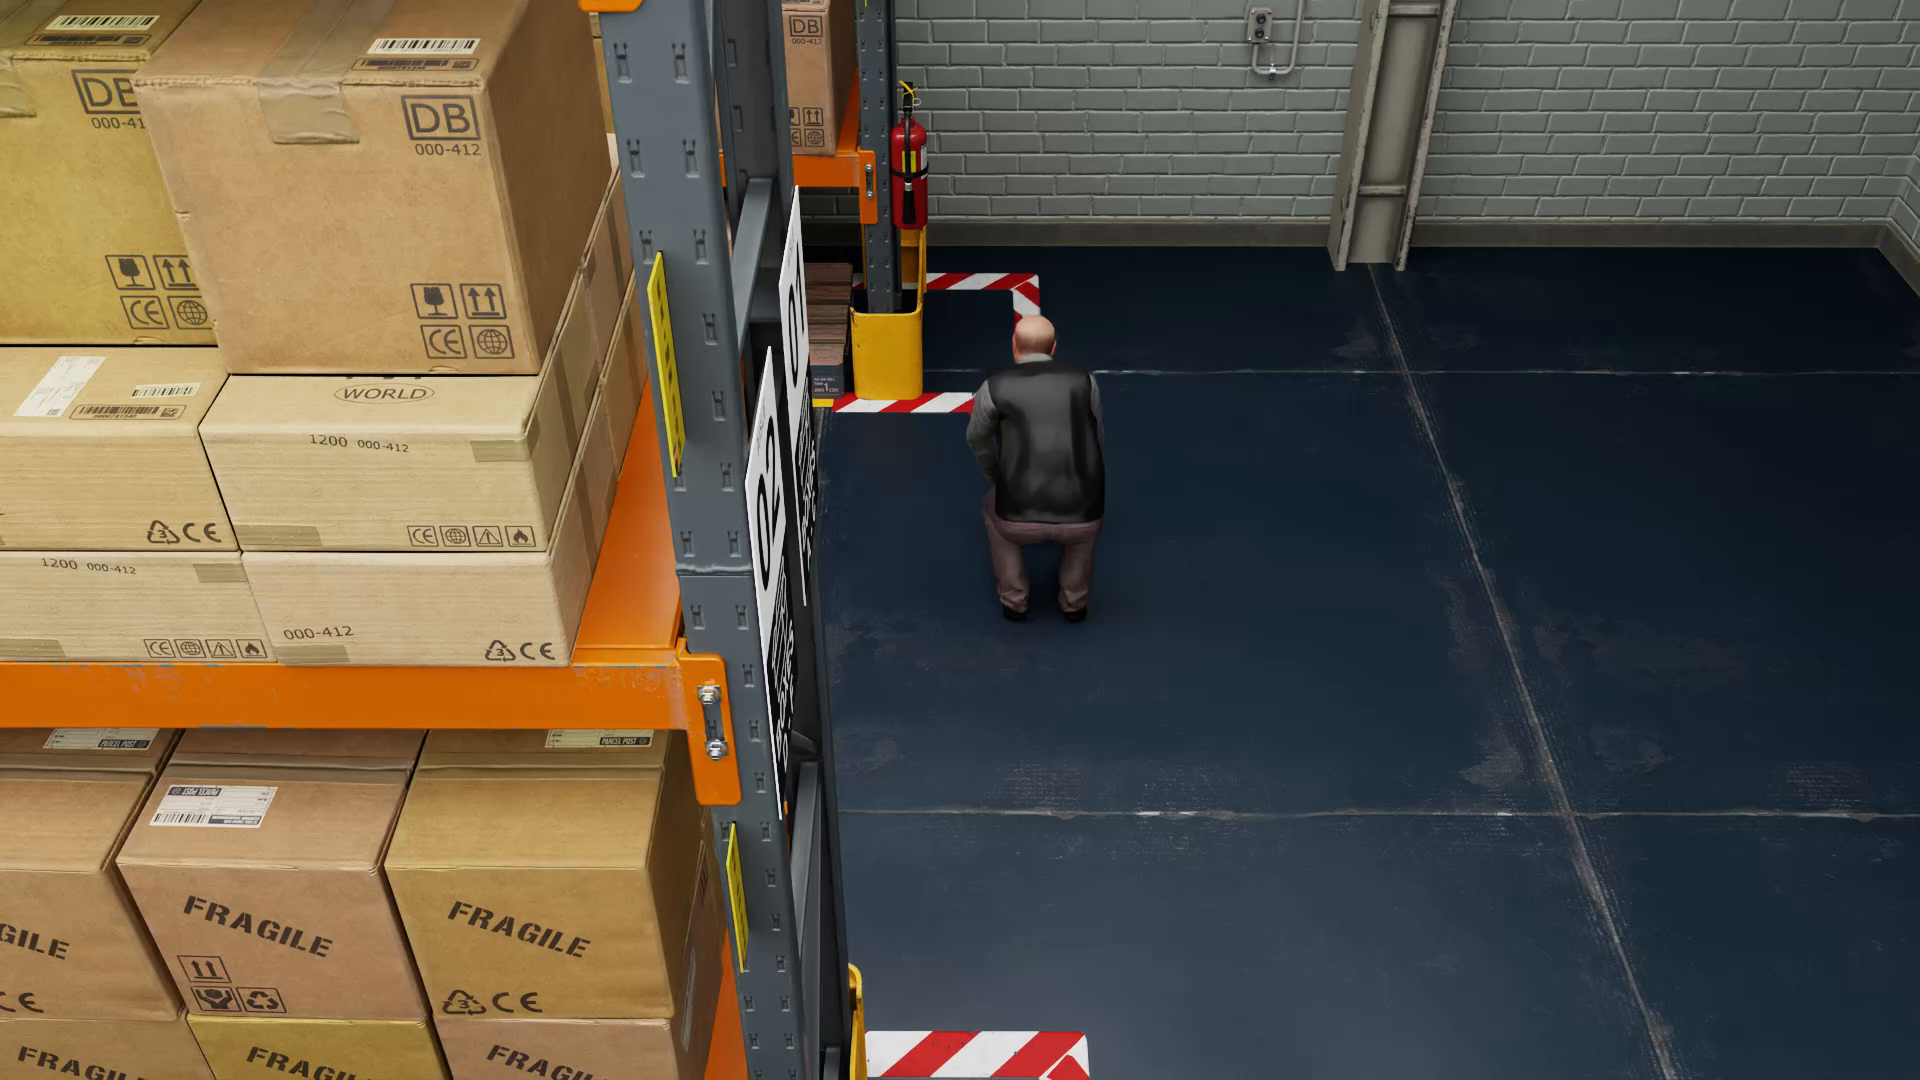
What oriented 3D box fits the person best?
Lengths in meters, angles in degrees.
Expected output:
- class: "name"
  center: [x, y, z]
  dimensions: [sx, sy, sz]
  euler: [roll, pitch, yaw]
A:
- class: "person"
  center: [0.316, -0.247, 6.886]
  dimensions: [0.579, 1.205, 0.798]
  euler: [0, 39, 0]
